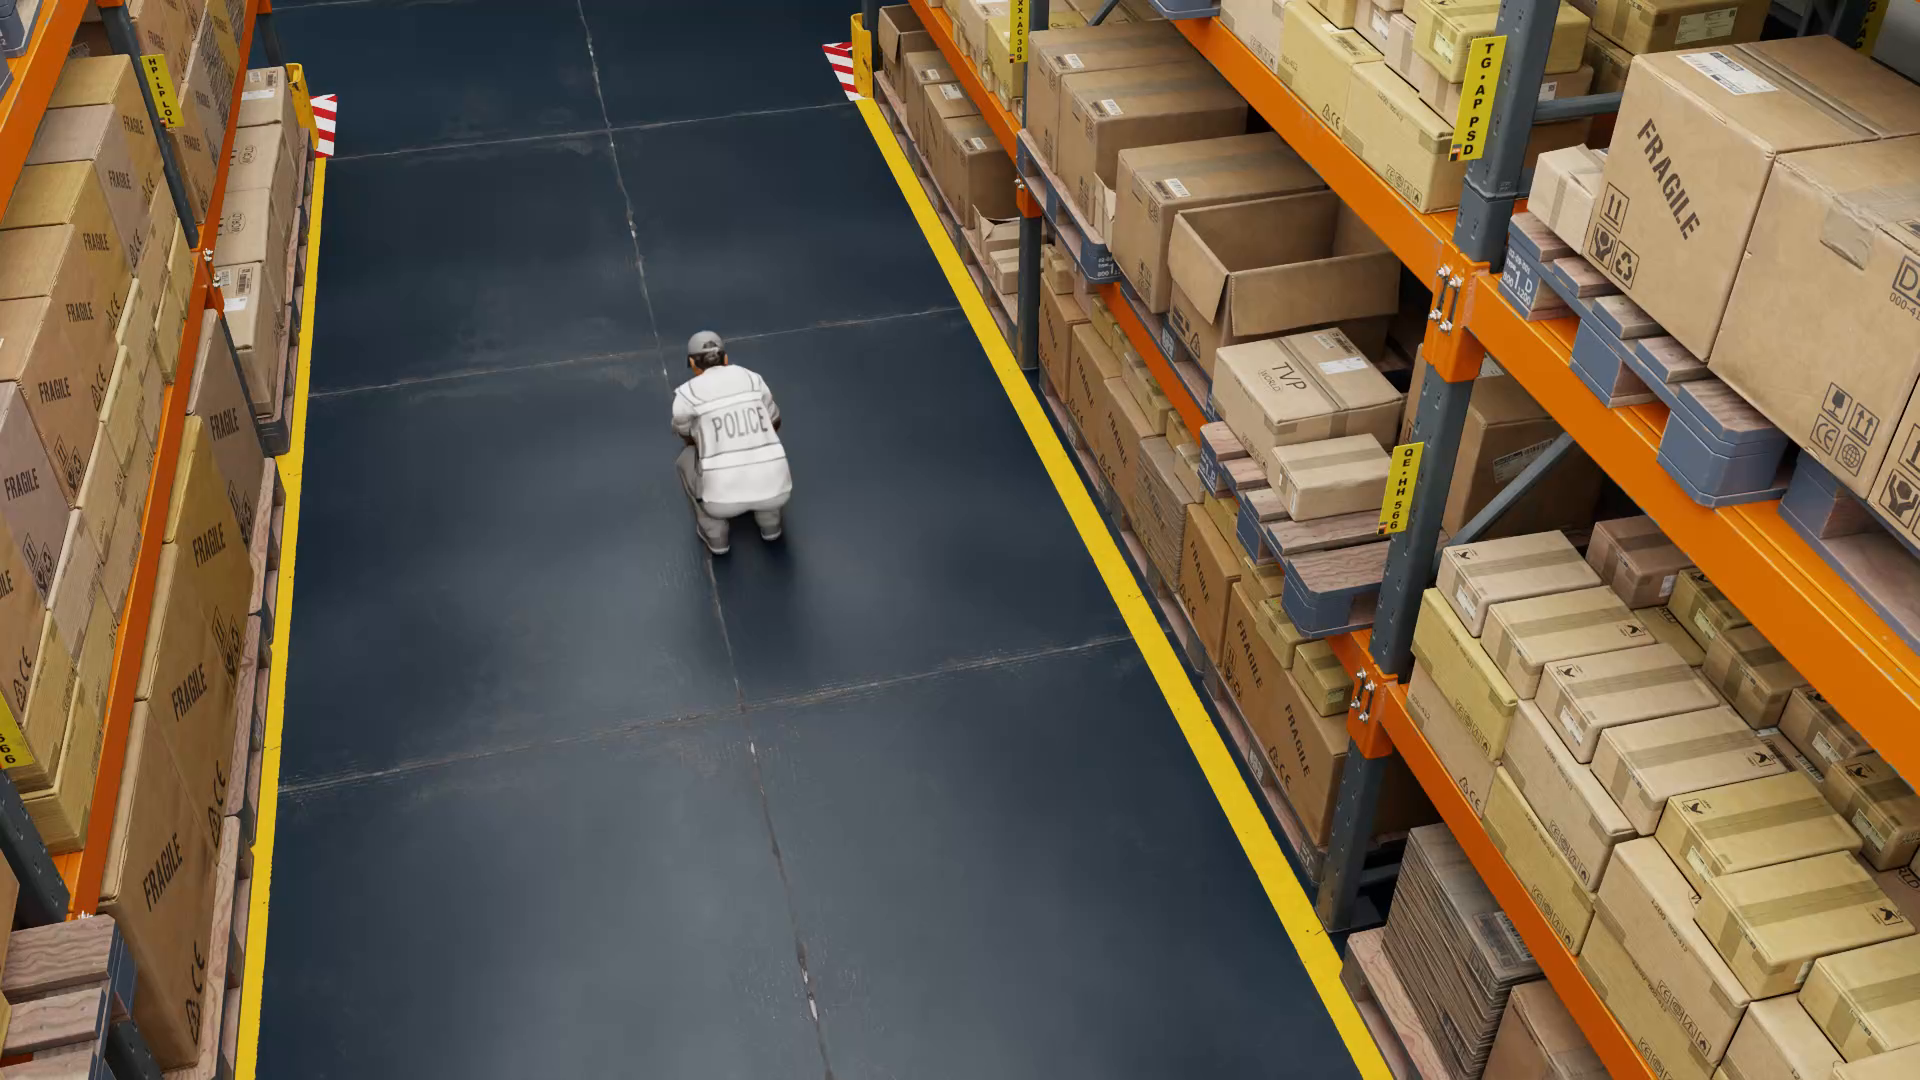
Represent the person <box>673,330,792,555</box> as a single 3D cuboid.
[{"bbox_3d":[-1.079,-0.451,7.874,0.535,0.945,0.818,-10,39,-12],"label":"person"}]
